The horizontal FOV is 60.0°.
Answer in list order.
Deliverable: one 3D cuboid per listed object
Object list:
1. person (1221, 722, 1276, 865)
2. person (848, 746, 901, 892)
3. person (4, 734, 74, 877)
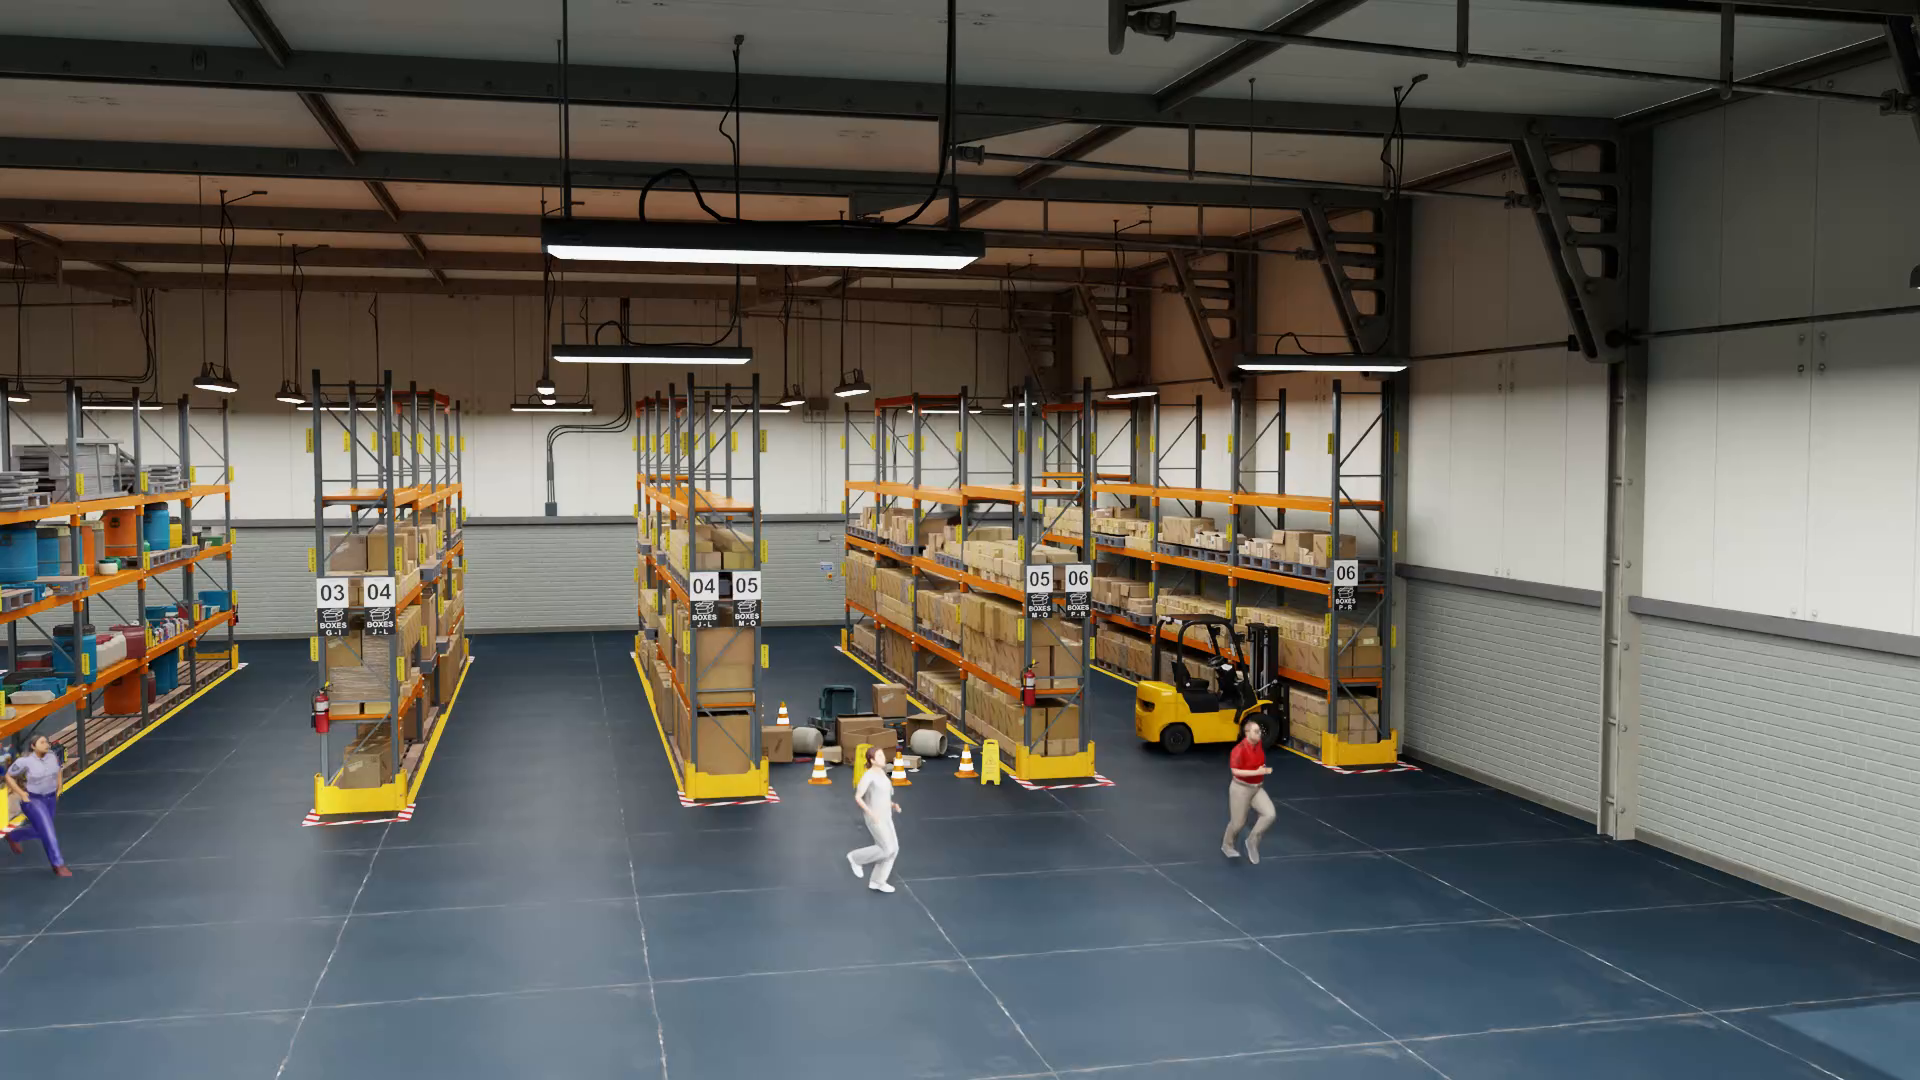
[{"bbox_3d":[3.436,3.005,19.787,0.694,1.722,0.830,-3,4,-38],"label":"person"},{"bbox_3d":[-0.964,3.121,18.677,0.568,1.627,0.573,2,4,25],"label":"person"},{"bbox_3d":[-10.778,3.091,19.436,1.076,1.663,0.570,1,3,15],"label":"person"}]
